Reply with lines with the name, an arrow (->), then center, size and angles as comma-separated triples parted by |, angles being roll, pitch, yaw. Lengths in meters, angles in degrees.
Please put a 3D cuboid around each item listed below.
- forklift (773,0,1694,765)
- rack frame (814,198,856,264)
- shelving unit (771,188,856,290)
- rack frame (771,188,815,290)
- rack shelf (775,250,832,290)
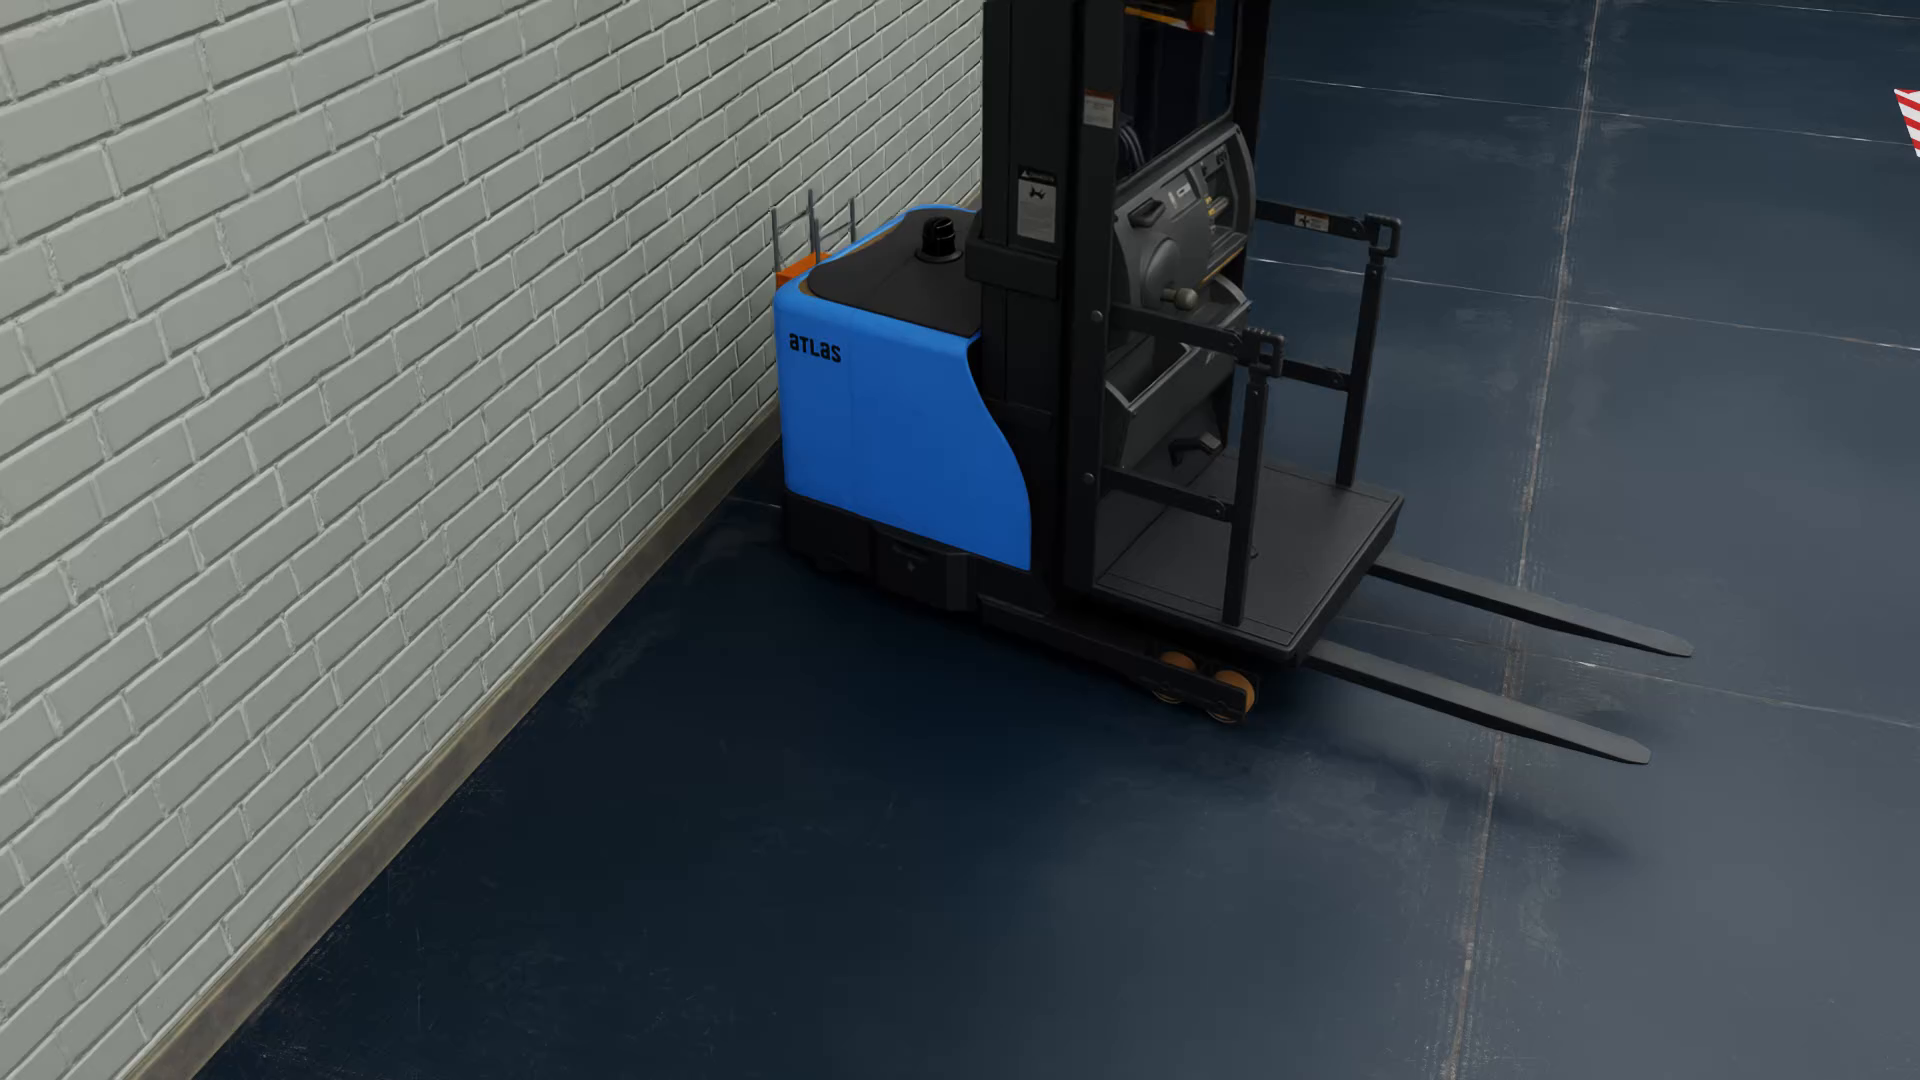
forklift -> 0.879, -0.974, 5.057 | 3.031, 2.935, 1.130 | 18, 37, 26
rack frame -> -0.441, -0.657, 6.162 | 0.006, 1.200, 0.240 | 18, 37, 26
shelving unit -> -0.519, -0.683, 6.202 | 0.189, 1.200, 0.258 | 18, 37, 26
rack frame -> -0.597, -0.709, 6.242 | 0.006, 1.200, 0.240 | 18, 37, 26
rack shelf -> -0.519, -0.948, 6.031 | 0.180, 0.103, 0.258 | 18, 37, 26
